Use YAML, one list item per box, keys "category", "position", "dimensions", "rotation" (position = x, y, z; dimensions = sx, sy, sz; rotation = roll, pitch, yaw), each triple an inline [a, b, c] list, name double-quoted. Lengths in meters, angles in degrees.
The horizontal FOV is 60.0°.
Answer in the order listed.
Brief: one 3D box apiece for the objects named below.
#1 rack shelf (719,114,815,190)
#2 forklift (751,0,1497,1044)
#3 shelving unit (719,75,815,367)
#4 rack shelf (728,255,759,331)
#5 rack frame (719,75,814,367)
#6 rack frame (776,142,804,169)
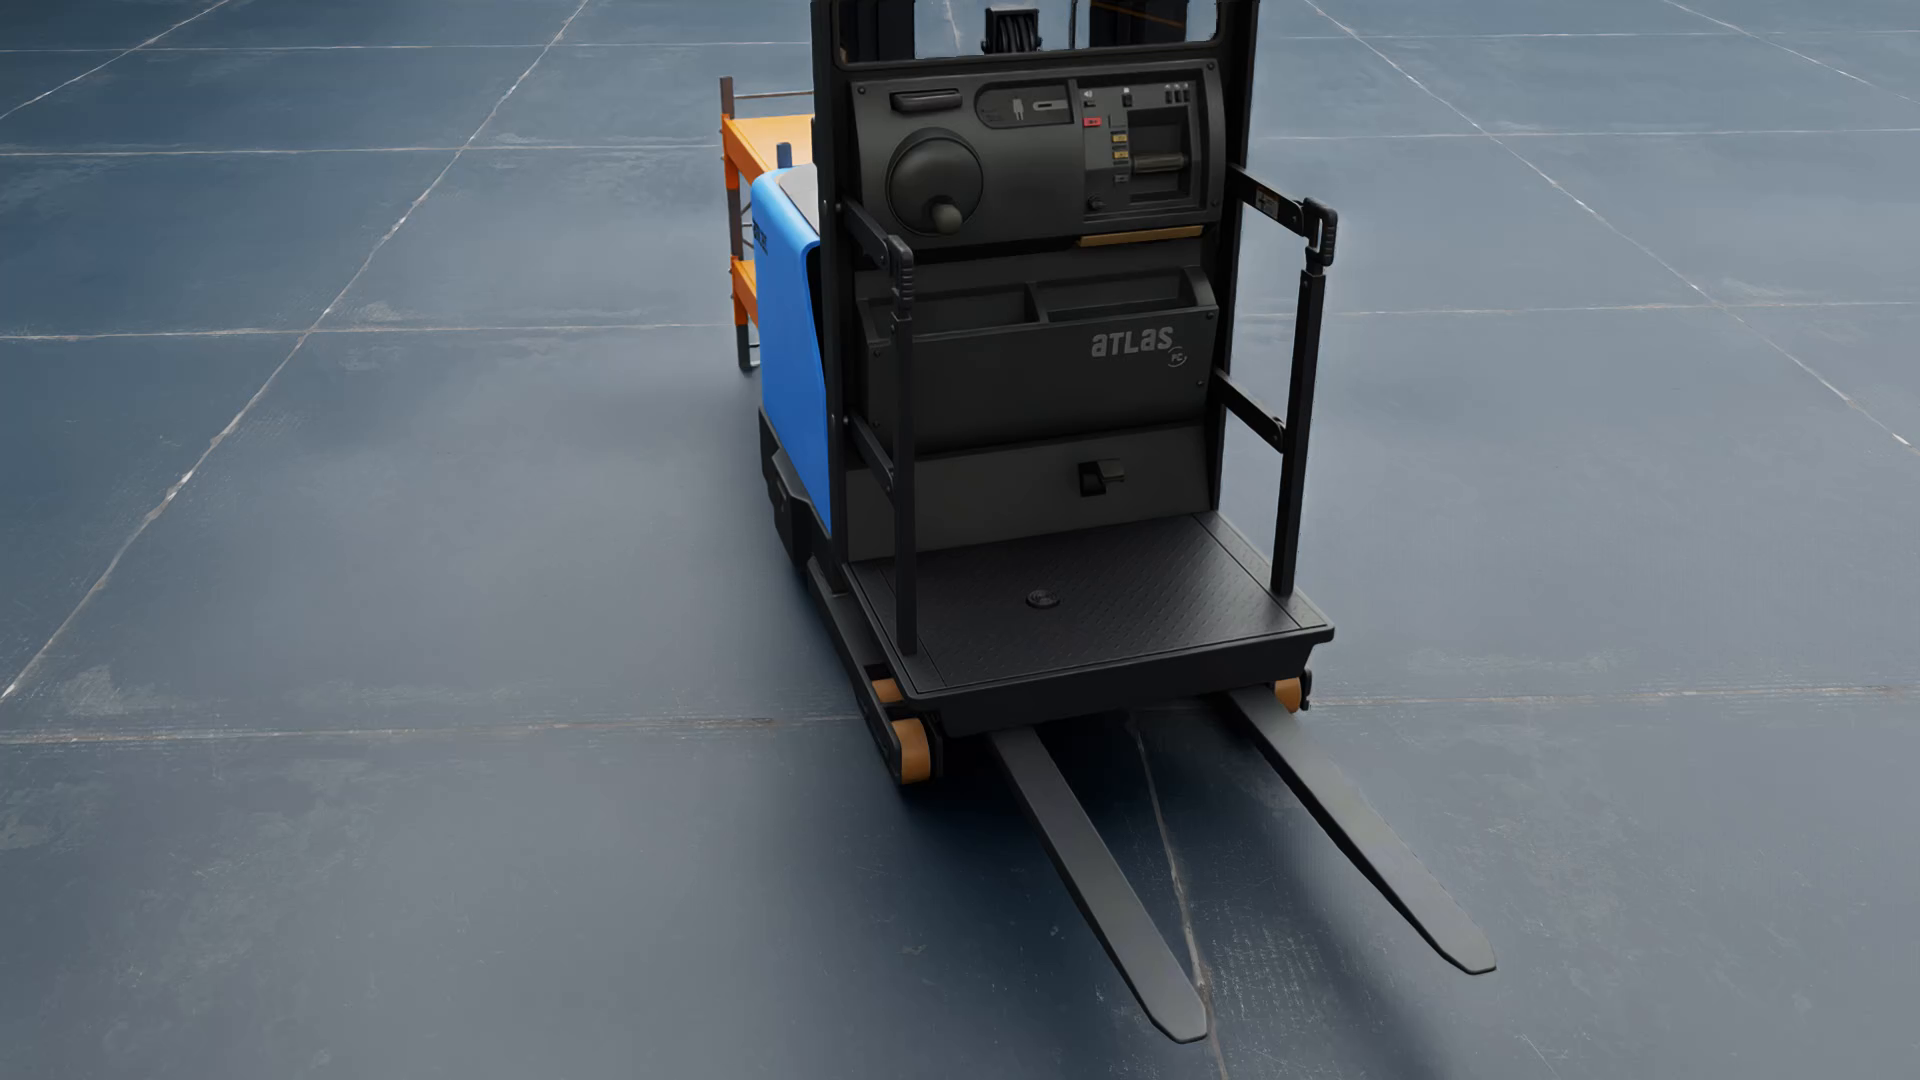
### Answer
- category: "rack shelf"
  position: [-0.483, -1.255, 5.807]
  dimensions: [0.538, 0.278, 1.000]
  rotation: [-8, 29, -15]
- category: "forklift"
  position: [0.266, -0.903, 3.812]
  dimensions: [1.130, 2.935, 3.031]
  rotation: [-8, 29, -15]
- category: "shelving unit"
  position: [-0.483, -0.995, 5.942]
  dimensions: [0.538, 1.125, 1.048]
  rotation: [-8, 29, -15]
- category: "rack shelf"
  position: [-0.483, -0.779, 6.055]
  dimensions: [0.538, 0.278, 1.000]
  rotation: [-8, 29, -15]
- category: "rack frame"
  position: [-0.634, -1.220, 6.373]
  dimensions: [0.500, 1.125, 0.032]
  rotation: [-8, 29, -15]
- category: "rack frame"
  position: [-0.332, -0.771, 5.512]
  dimensions: [0.500, 1.125, 0.032]
  rotation: [-8, 29, -15]
